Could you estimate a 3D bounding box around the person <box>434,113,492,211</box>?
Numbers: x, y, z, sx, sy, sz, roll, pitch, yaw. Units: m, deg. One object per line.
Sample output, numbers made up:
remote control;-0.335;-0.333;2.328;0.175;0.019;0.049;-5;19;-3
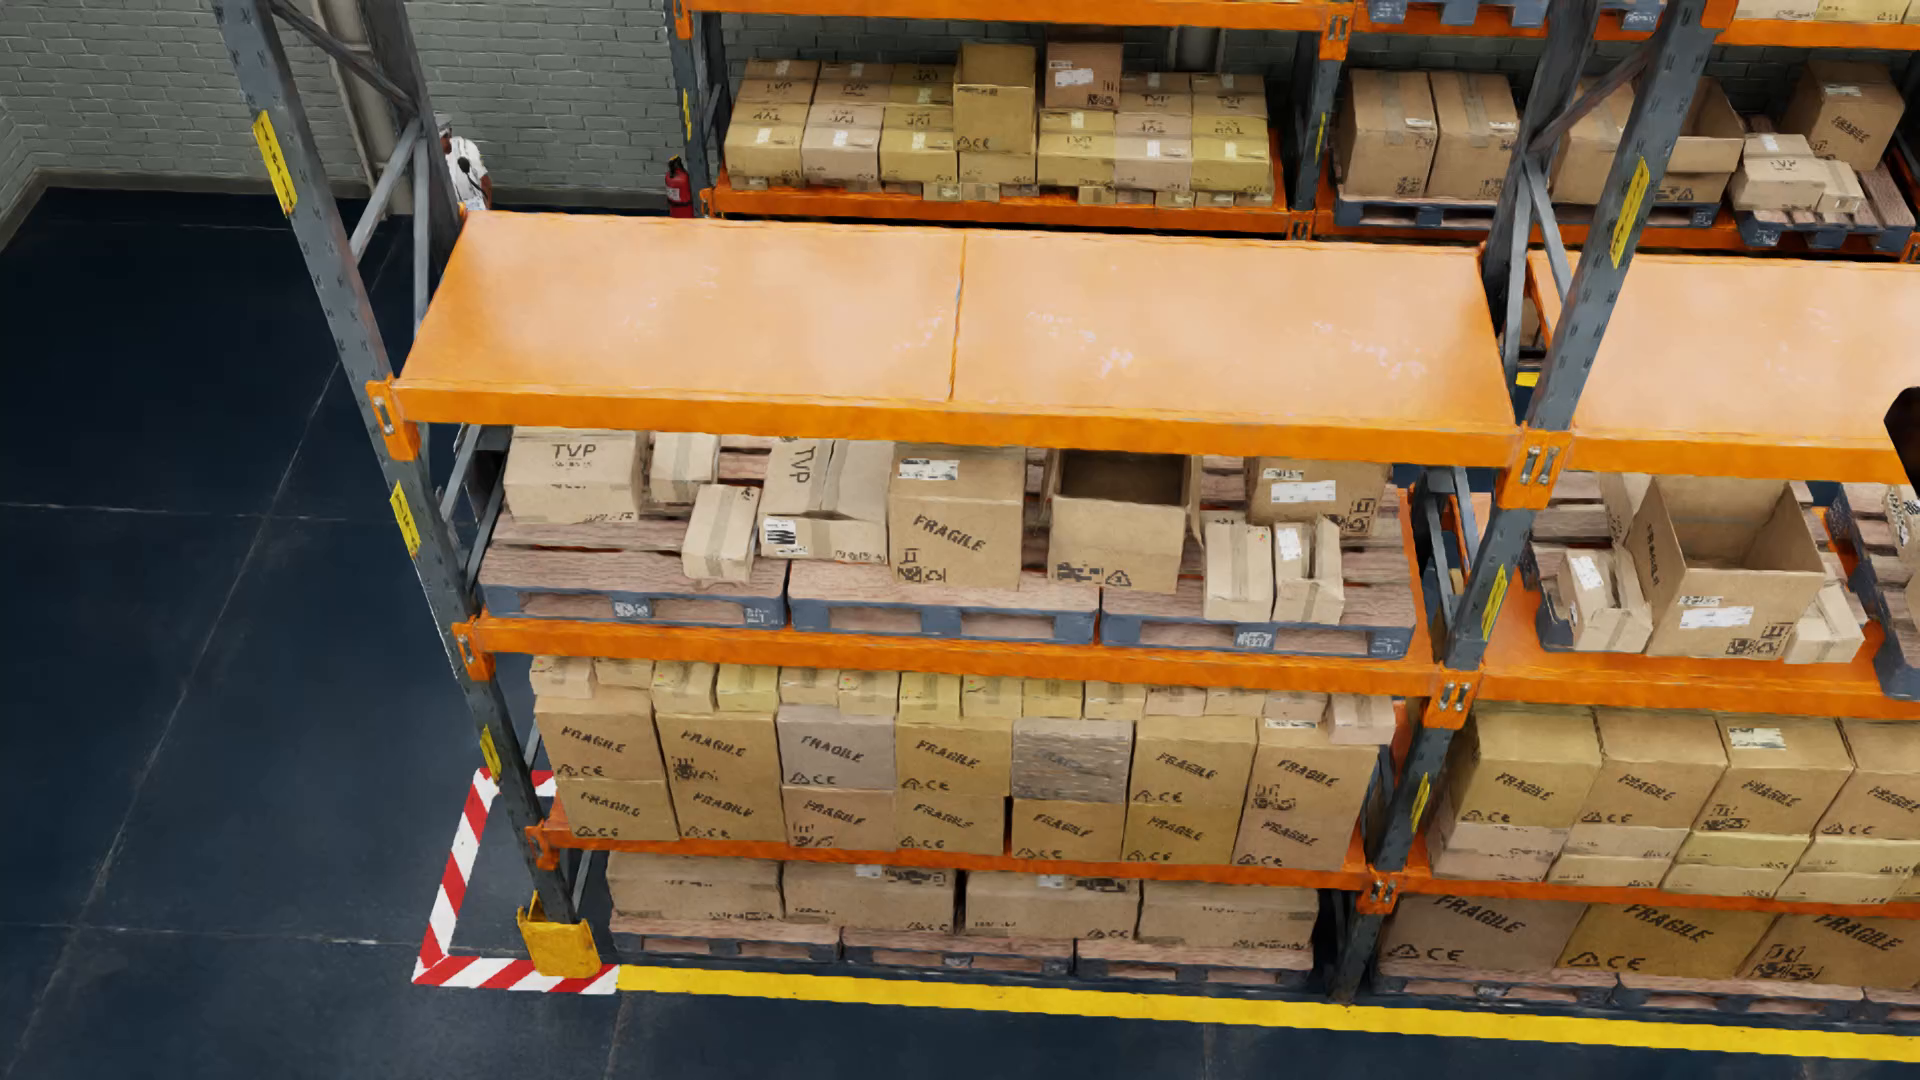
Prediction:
person;-3.506;-2.343;11.748;0.488;1.658;0.687;-18;50;-16
